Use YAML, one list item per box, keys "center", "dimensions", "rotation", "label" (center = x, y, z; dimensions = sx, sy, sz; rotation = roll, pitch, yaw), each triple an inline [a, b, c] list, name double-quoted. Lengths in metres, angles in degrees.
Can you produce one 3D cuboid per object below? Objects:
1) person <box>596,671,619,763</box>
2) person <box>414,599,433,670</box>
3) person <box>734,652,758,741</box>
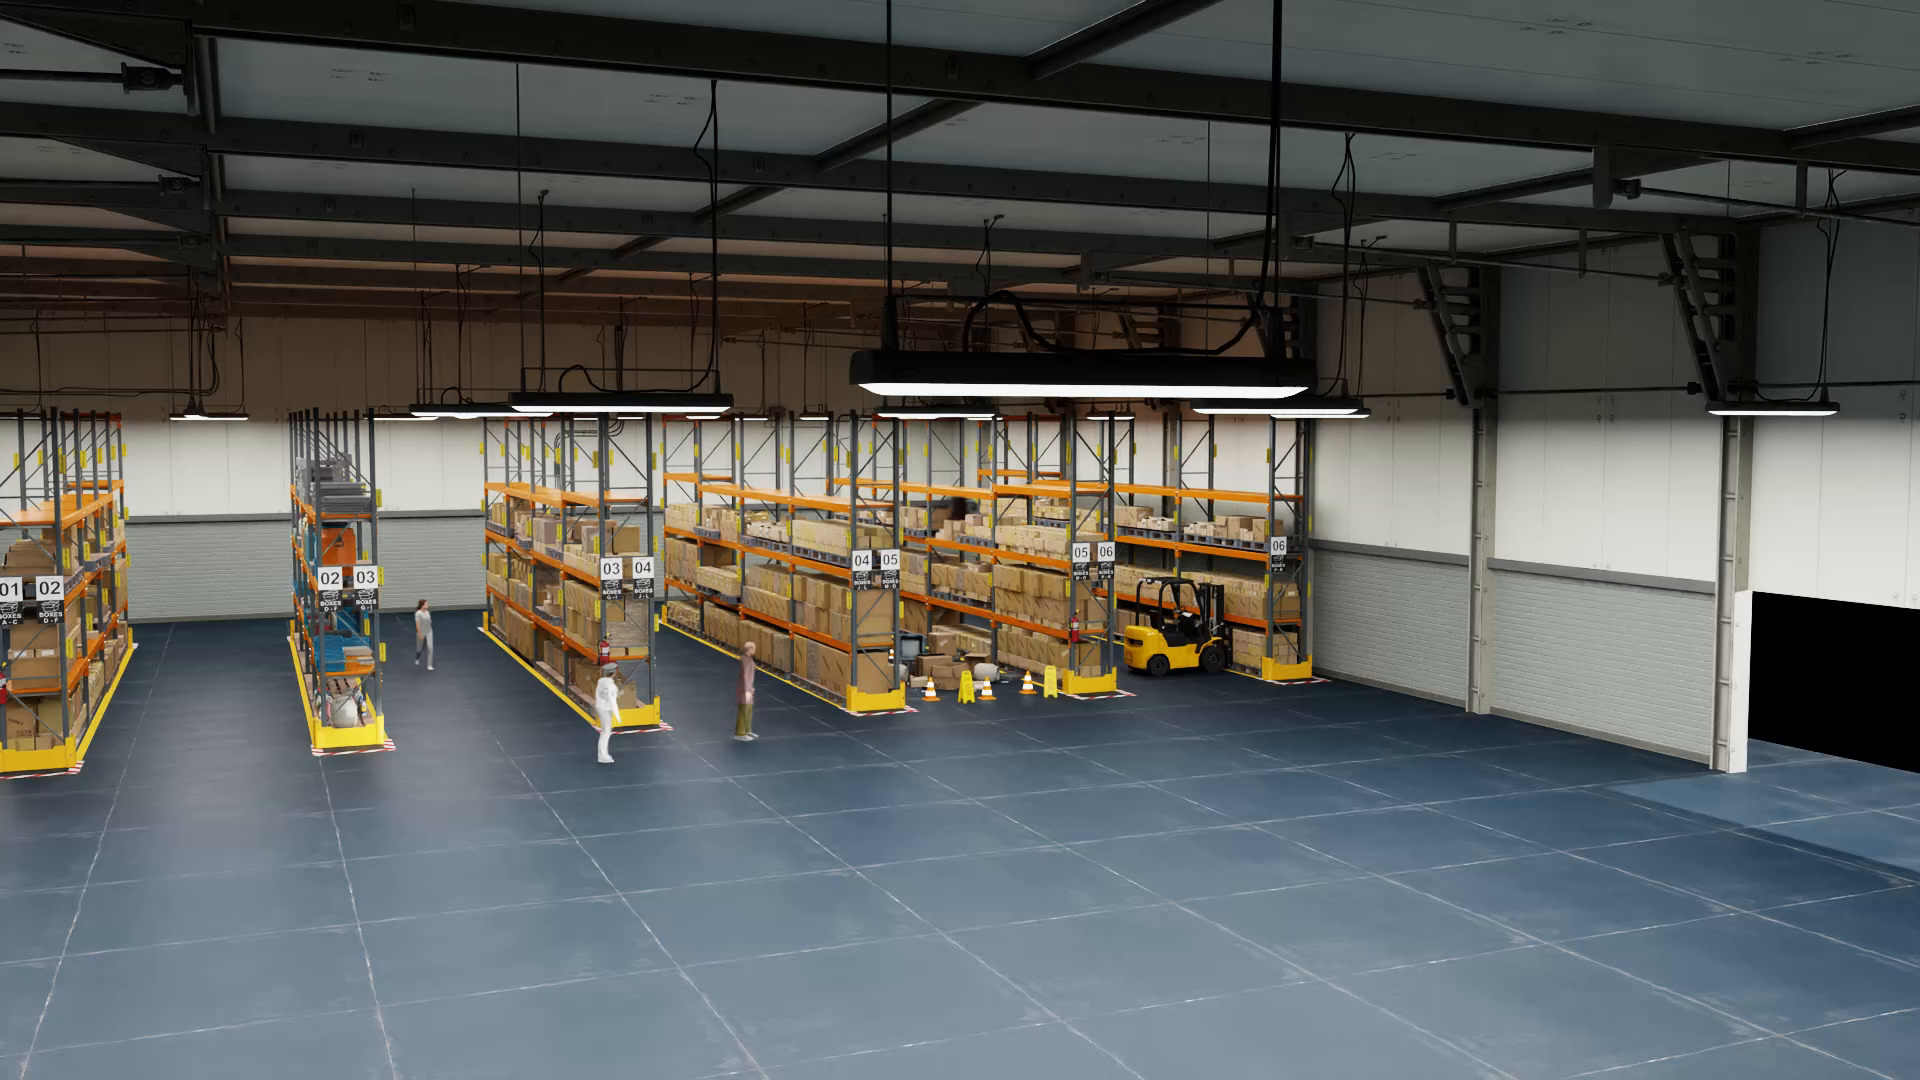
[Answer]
- center: [-6.011, 2.947, 28.217]
  dimensions: [0.382, 1.688, 0.615]
  rotation: [-2, 5, -27]
  label: "person"
- center: [-12.494, 2.186, 38.732]
  dimensions: [0.406, 1.626, 0.840]
  rotation: [-2, 4, -27]
  label: "person"
- center: [-3.887, 2.825, 30.138]
  dimensions: [0.439, 1.607, 0.612]
  rotation: [0, 4, -6]
  label: "person"
